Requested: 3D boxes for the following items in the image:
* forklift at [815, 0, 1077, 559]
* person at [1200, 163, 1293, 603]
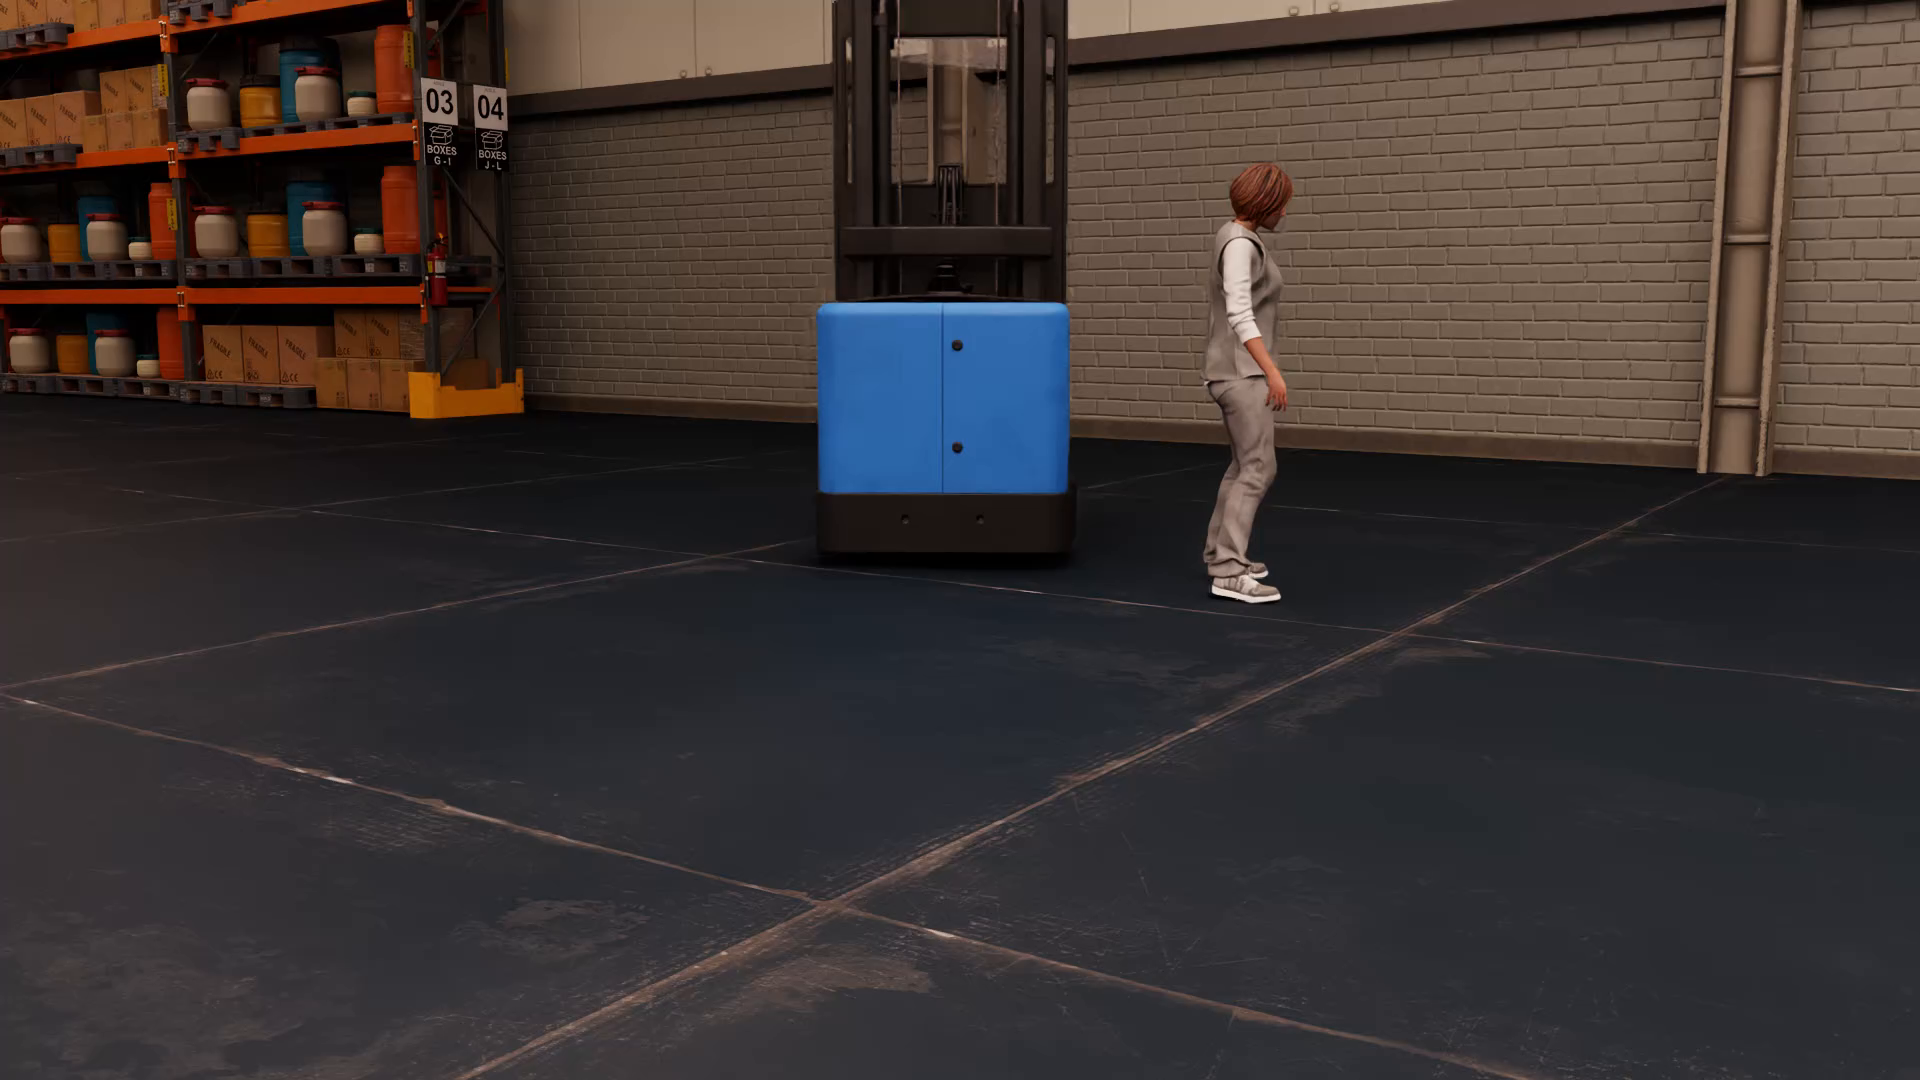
[{"bbox_3d":[-0.039,-1.541,8.032,1.130,2.935,3.031,0,8,1],"label":"forklift"},{"bbox_3d":[1.050,-0.585,6.167,0.314,1.571,0.696,1,8,6],"label":"person"}]
